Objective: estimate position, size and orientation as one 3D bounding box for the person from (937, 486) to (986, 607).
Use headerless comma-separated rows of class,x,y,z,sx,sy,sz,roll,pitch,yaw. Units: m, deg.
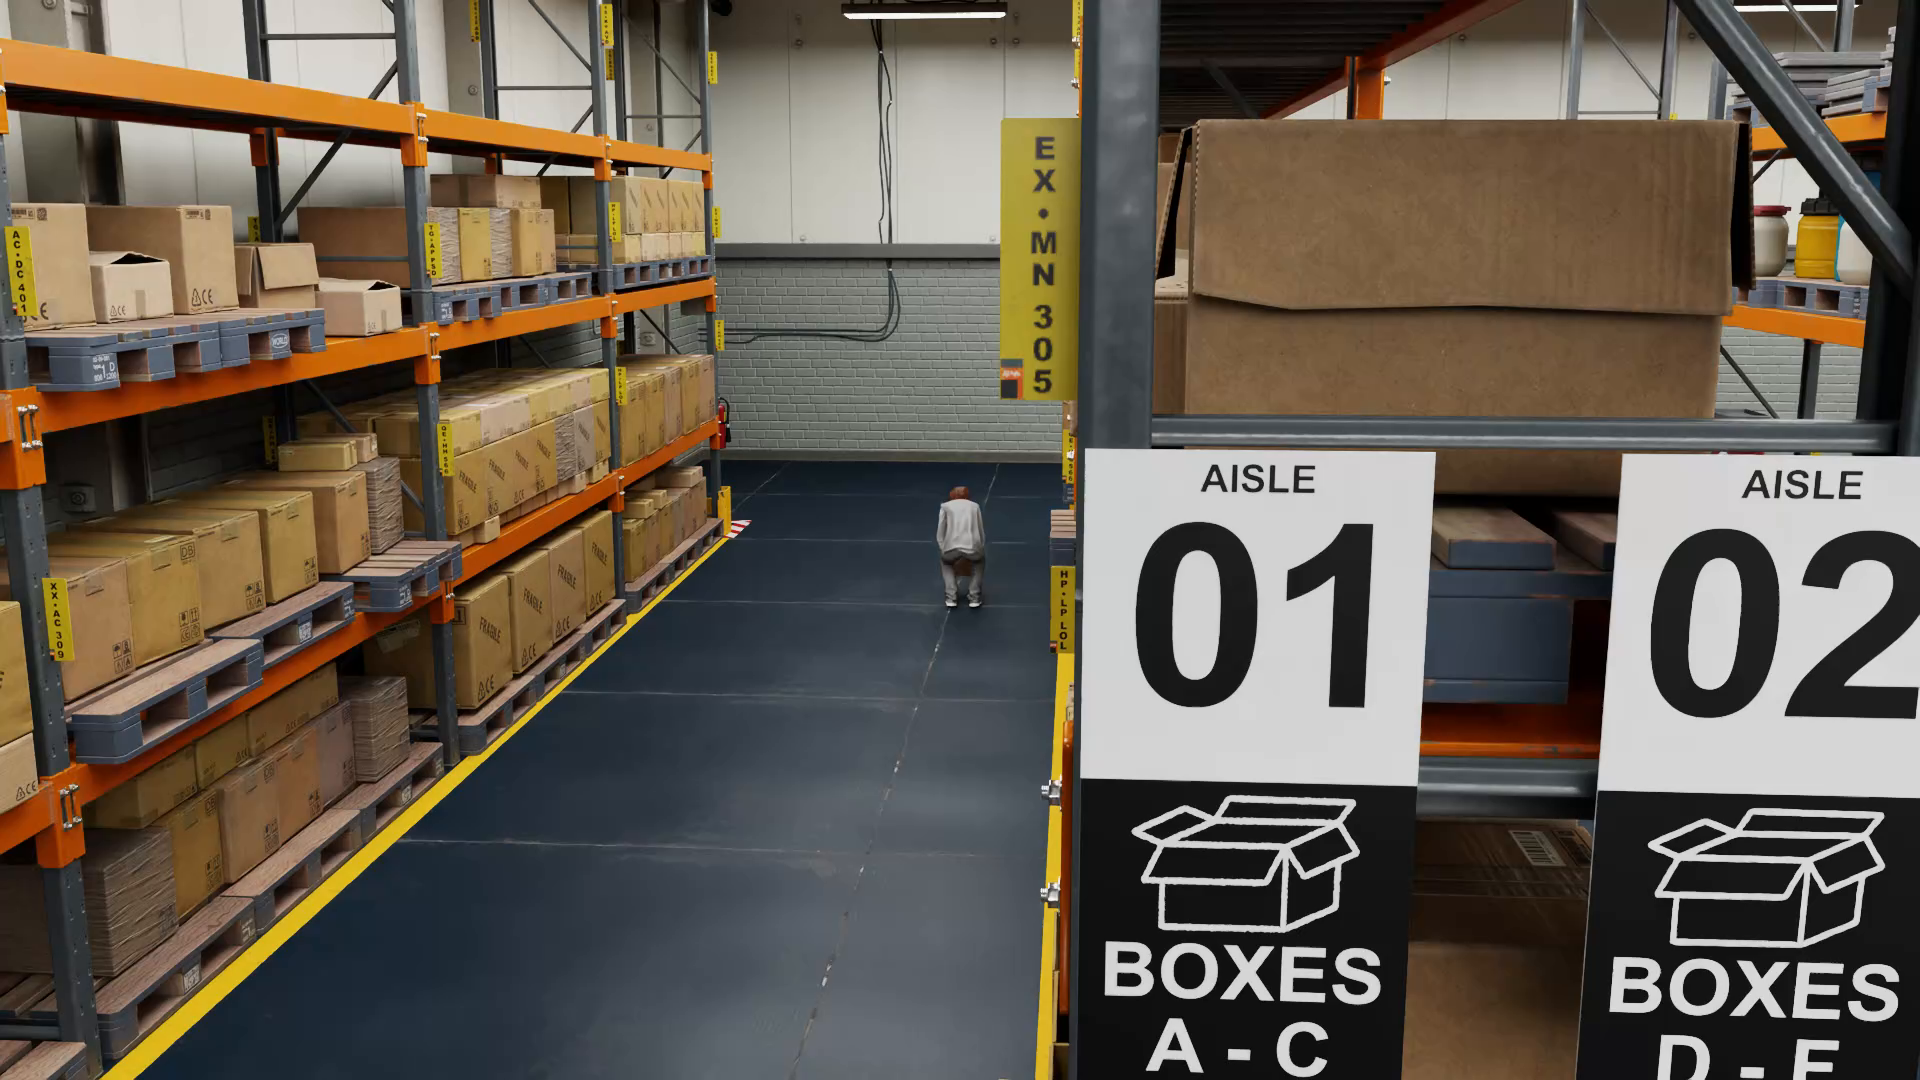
person,0.005,0.119,15.082,0.458,0.939,0.755,1,11,4
